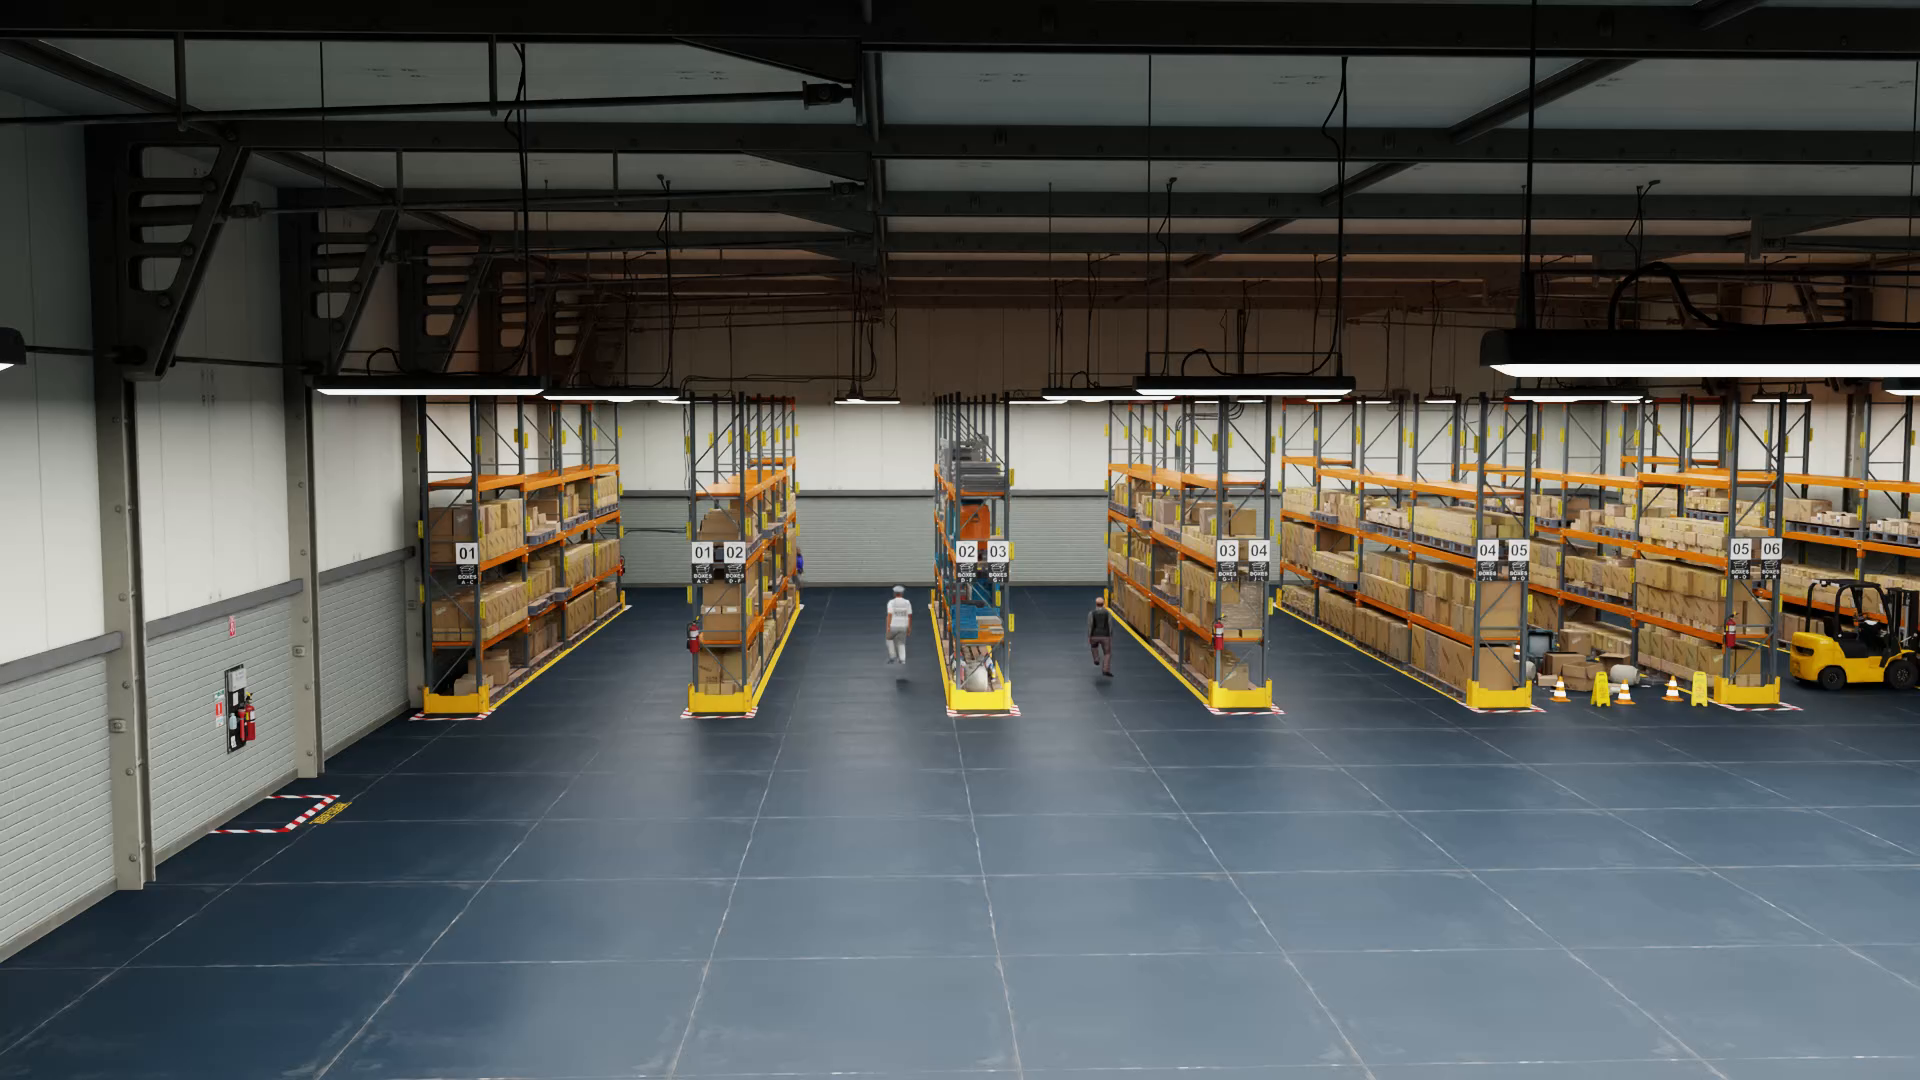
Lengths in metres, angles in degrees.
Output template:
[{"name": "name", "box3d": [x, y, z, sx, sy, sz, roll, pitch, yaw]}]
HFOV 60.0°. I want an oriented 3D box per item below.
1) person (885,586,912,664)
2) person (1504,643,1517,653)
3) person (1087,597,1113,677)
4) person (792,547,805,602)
[{"name": "person", "box3d": [-1.296, 1.829, 35.303, 0.577, 1.702, 0.665, -1, 5, -14]}, {"name": "person", "box3d": [12.780, 1.794, 38.609, 0.464, 1.690, 0.510, -2, 5, -21]}, {"name": "person", "box3d": [2.946, 2.037, 35.062, 0.561, 1.674, 0.679, 0, 5, 2]}, {"name": "person", "box3d": [-4.711, 1.009, 48.460, 0.435, 1.645, 0.448, 1, 5, 12]}]
